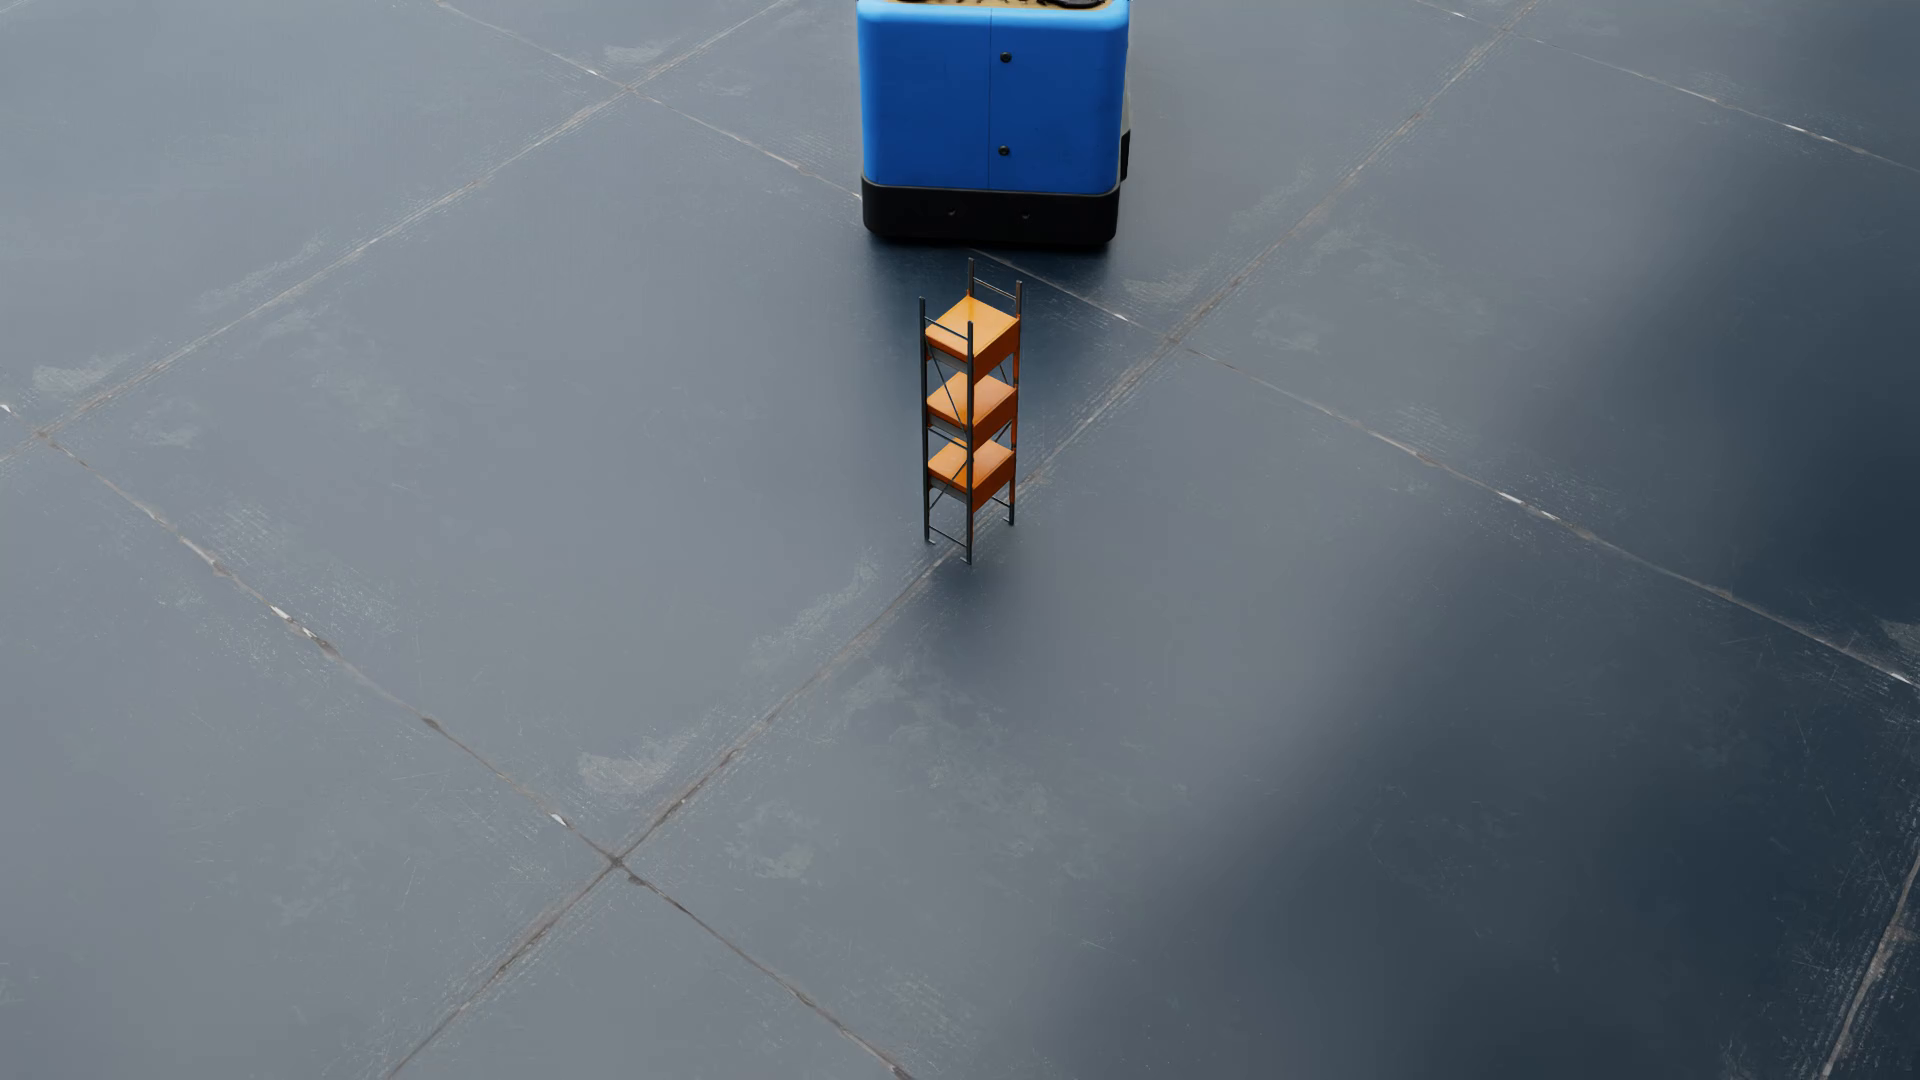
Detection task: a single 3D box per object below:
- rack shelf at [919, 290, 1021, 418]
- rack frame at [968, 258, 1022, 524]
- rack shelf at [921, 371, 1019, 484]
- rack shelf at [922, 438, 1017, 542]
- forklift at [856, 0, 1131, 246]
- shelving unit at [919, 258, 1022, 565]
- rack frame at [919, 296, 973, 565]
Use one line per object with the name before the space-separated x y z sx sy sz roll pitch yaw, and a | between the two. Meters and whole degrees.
rack shelf | 0.033 -0.582 5.202 0.215 0.259 0.240 29 53 25
rack frame | 0.107 -0.463 5.466 0.200 1.050 0.008 29 53 25
rack shelf | 0.033 -0.386 5.407 0.215 0.259 0.240 29 53 25
rack shelf | 0.033 -0.194 5.608 0.215 0.259 0.240 29 53 25
forklift | 0.233 -3.282 6.858 1.130 2.935 3.031 3 46 3
shelving unit | 0.033 -0.393 5.400 0.215 1.050 0.252 29 53 25
rack frame | -0.042 -0.323 5.333 0.200 1.050 0.008 29 53 25
